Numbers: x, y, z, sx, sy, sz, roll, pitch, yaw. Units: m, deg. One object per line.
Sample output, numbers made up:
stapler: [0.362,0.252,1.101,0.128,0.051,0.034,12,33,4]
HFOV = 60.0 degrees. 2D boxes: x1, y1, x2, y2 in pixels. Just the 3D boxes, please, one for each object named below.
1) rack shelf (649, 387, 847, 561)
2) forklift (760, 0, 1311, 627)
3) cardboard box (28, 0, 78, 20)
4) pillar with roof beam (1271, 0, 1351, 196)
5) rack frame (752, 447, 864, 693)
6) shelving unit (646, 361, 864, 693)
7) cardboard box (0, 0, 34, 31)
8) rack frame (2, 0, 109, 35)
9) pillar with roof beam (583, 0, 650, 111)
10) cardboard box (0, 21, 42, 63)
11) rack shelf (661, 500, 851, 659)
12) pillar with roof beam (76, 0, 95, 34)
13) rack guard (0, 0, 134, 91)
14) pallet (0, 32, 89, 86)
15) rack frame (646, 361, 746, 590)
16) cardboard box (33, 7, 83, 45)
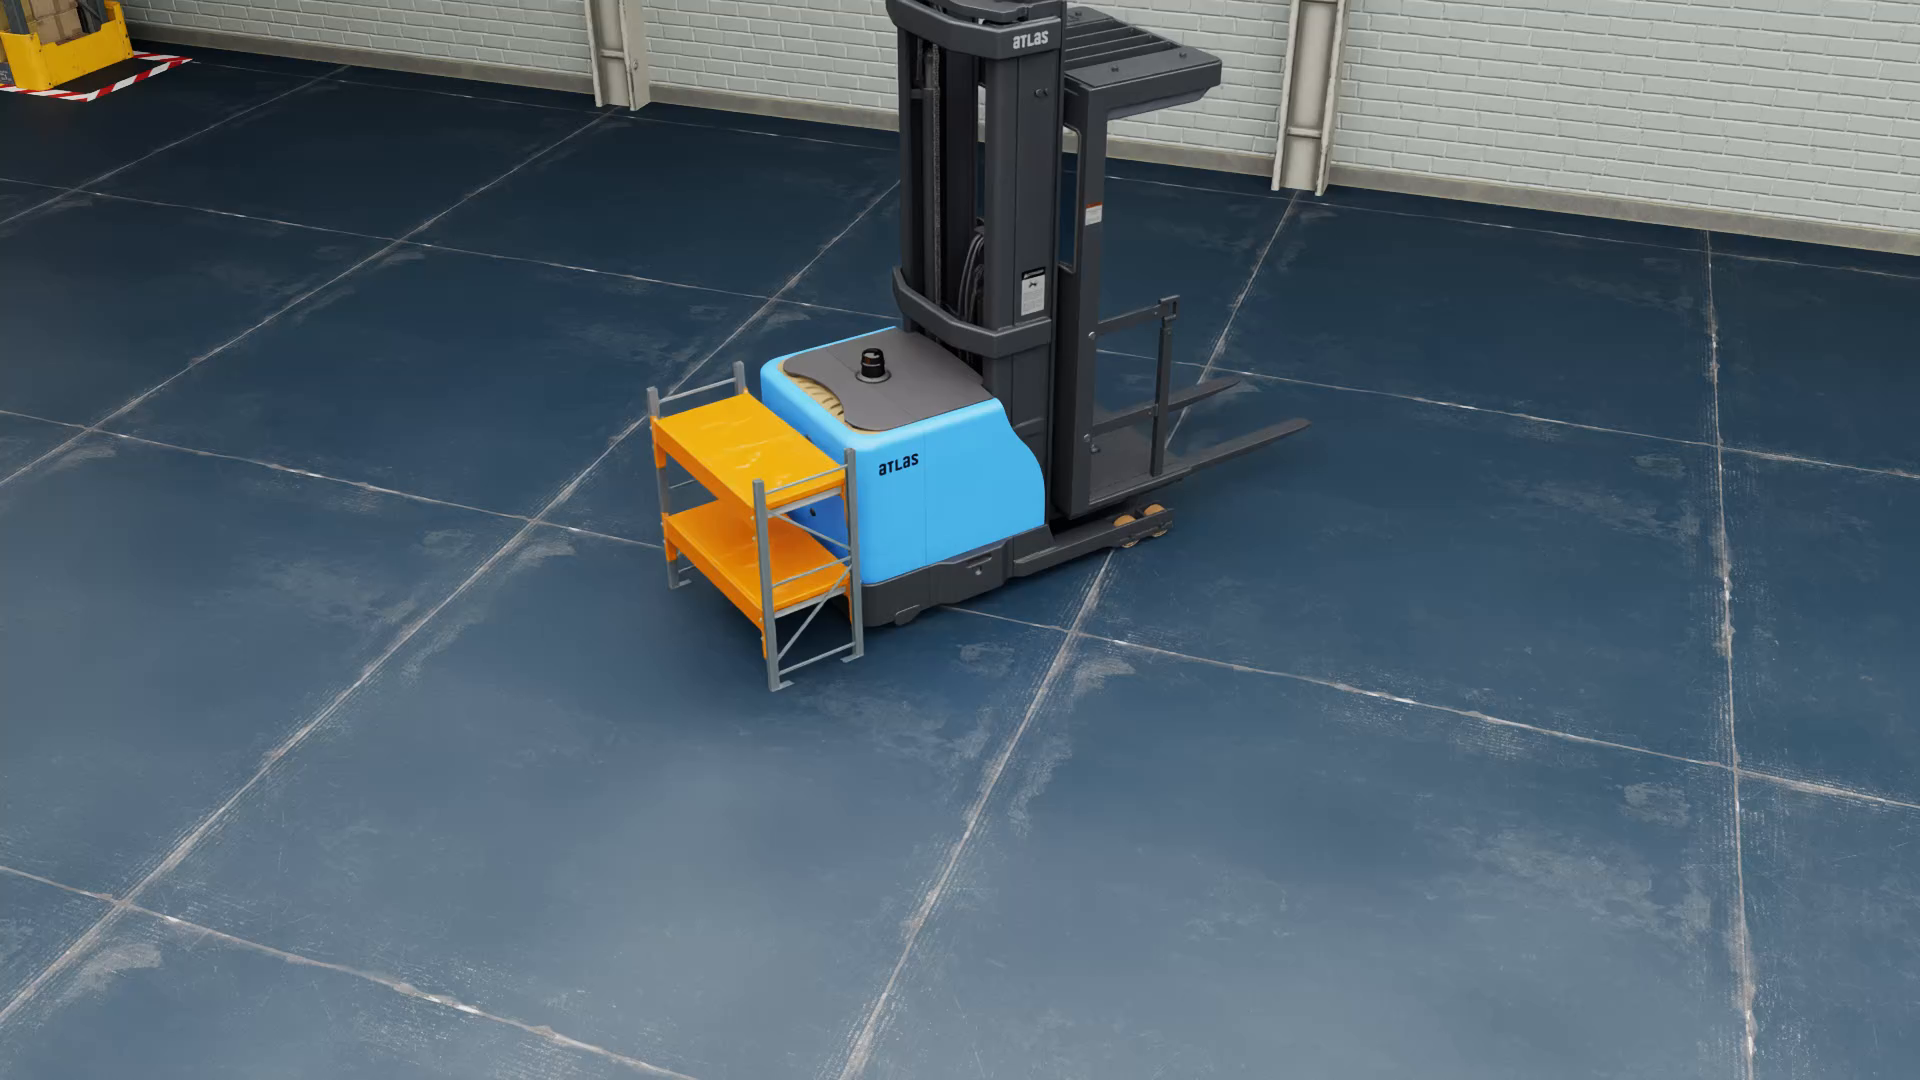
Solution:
rack shelf: [-0.962,-0.326,7.677,0.538,0.278,1.000,-21,38,-29]
forklift: [0.525,-1.414,8.238,3.031,2.935,1.130,-19,38,-27]
cardboard box: [-8.650,-5.071,15.525,0.500,0.250,0.500,12,35,17]
pillar with roof beam: [1.215,-4.361,7.208,0.400,9.000,9.100,11,34,16]
rack frame: [-0.671,0.146,7.485,0.500,1.125,0.032,-21,38,-29]
shelving unit: [-0.961,-0.080,7.836,0.538,1.125,1.048,-21,38,-29]
cardboard box: [-8.841,-4.808,15.118,0.500,0.250,0.500,11,34,16]
rack frame: [-8.278,-5.647,14.731,0.127,3.000,1.000,11,34,16]
pillar with roof beam: [-4.433,-5.459,8.909,0.400,9.000,9.100,11,34,16]
cardboard box: [-8.826,-4.593,15.246,0.500,0.250,0.500,11,35,17]
rack shelf: [-0.961,0.126,7.969,0.538,0.278,1.000,-21,38,-29]
pillar with roof beam: [-10.081,-6.557,10.610,0.400,9.000,9.100,11,34,16]
rack guard: [-8.255,-4.593,15.402,0.348,0.500,1.175,11,34,16]
pallet: [-9.012,-4.594,15.671,1.213,0.211,1.003,11,34,16]
rack frame: [-1.252,-0.306,8.186,0.500,1.125,0.032,-21,38,-29]
cardboard box: [-8.674,-4.858,15.657,0.500,0.250,0.500,11,34,17]
